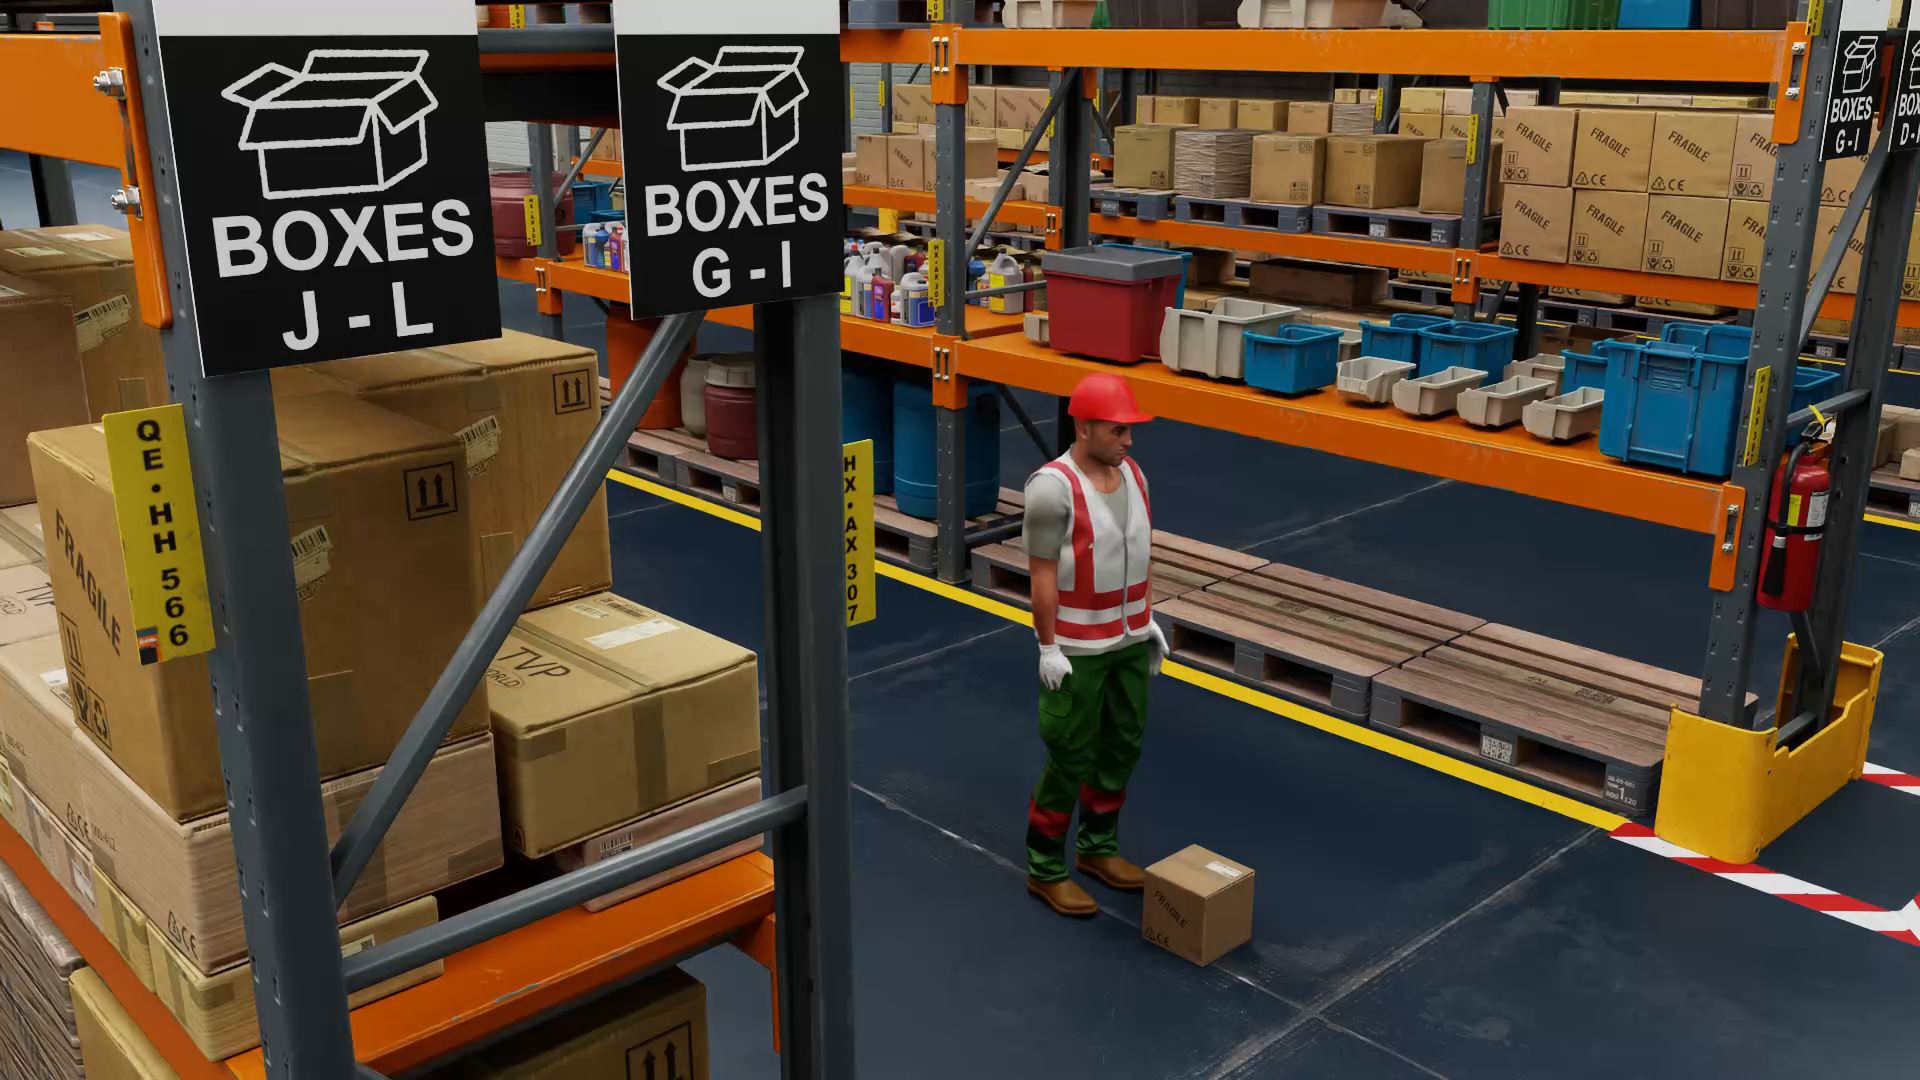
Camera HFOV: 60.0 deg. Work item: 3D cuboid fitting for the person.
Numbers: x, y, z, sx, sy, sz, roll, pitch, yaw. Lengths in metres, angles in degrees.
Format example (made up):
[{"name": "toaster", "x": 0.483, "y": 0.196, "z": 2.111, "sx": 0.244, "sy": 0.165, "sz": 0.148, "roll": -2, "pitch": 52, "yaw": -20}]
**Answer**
[{"name": "person", "x": 0.443, "y": 0.333, "z": 5.441, "sx": 0.526, "sy": 1.781, "sz": 0.343, "roll": -15, "pitch": 23, "yaw": -40}]
